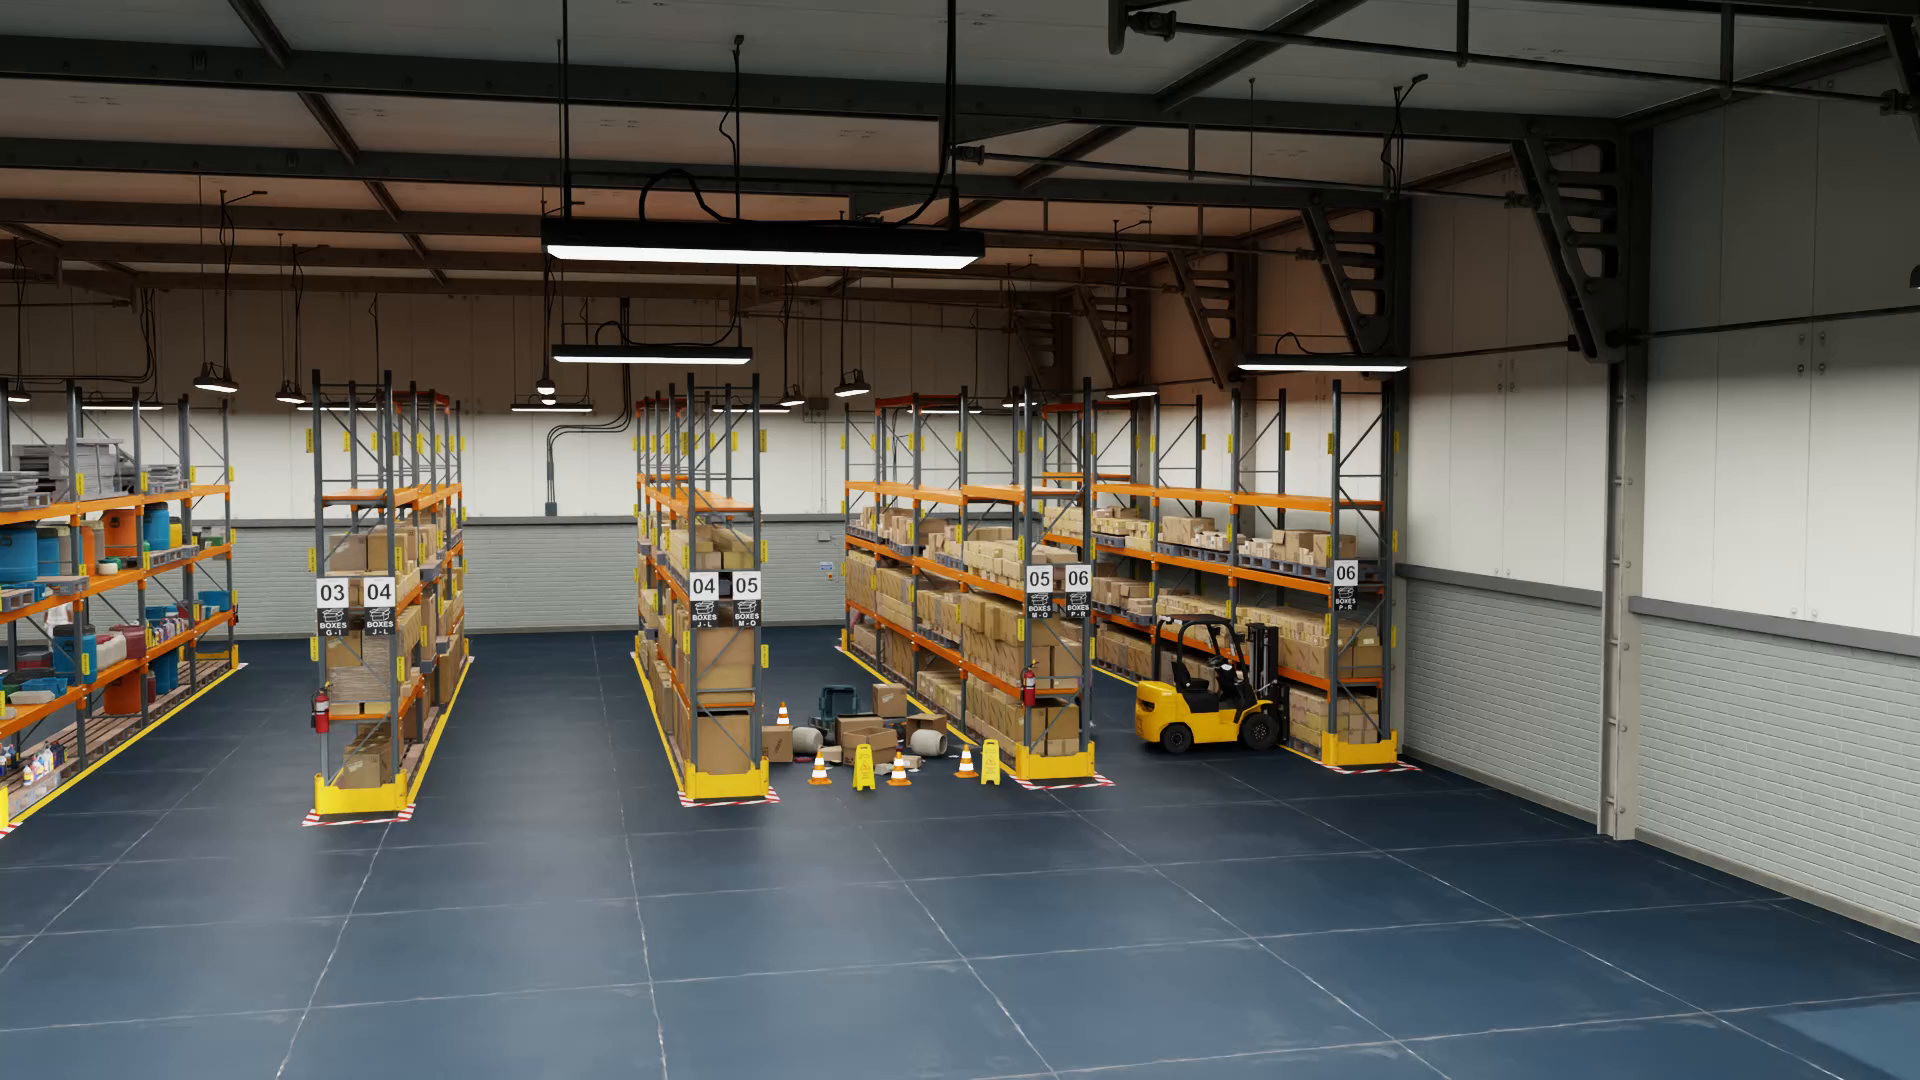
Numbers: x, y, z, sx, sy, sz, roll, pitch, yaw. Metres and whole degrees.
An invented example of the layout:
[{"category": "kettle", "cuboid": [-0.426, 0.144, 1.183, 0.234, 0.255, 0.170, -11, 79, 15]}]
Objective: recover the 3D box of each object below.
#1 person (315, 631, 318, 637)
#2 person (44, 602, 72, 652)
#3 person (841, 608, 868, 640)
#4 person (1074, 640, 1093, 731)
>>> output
[{"category": "person", "cuboid": [-13.245, 2.146, 34.876, 0.557, 1.612, 1.046, -1, 3, -19]}, {"category": "person", "cuboid": [-20.762, 1.920, 38.288, 0.572, 1.739, 1.009, -1, 3, -17]}, {"category": "person", "cuboid": [-2.596, 1.762, 42.022, 0.990, 1.631, 0.447, -2, 4, -31]}, {"category": "person", "cuboid": [2.086, 2.529, 28.909, 0.451, 1.585, 0.441, 0, 3, -7]}]
